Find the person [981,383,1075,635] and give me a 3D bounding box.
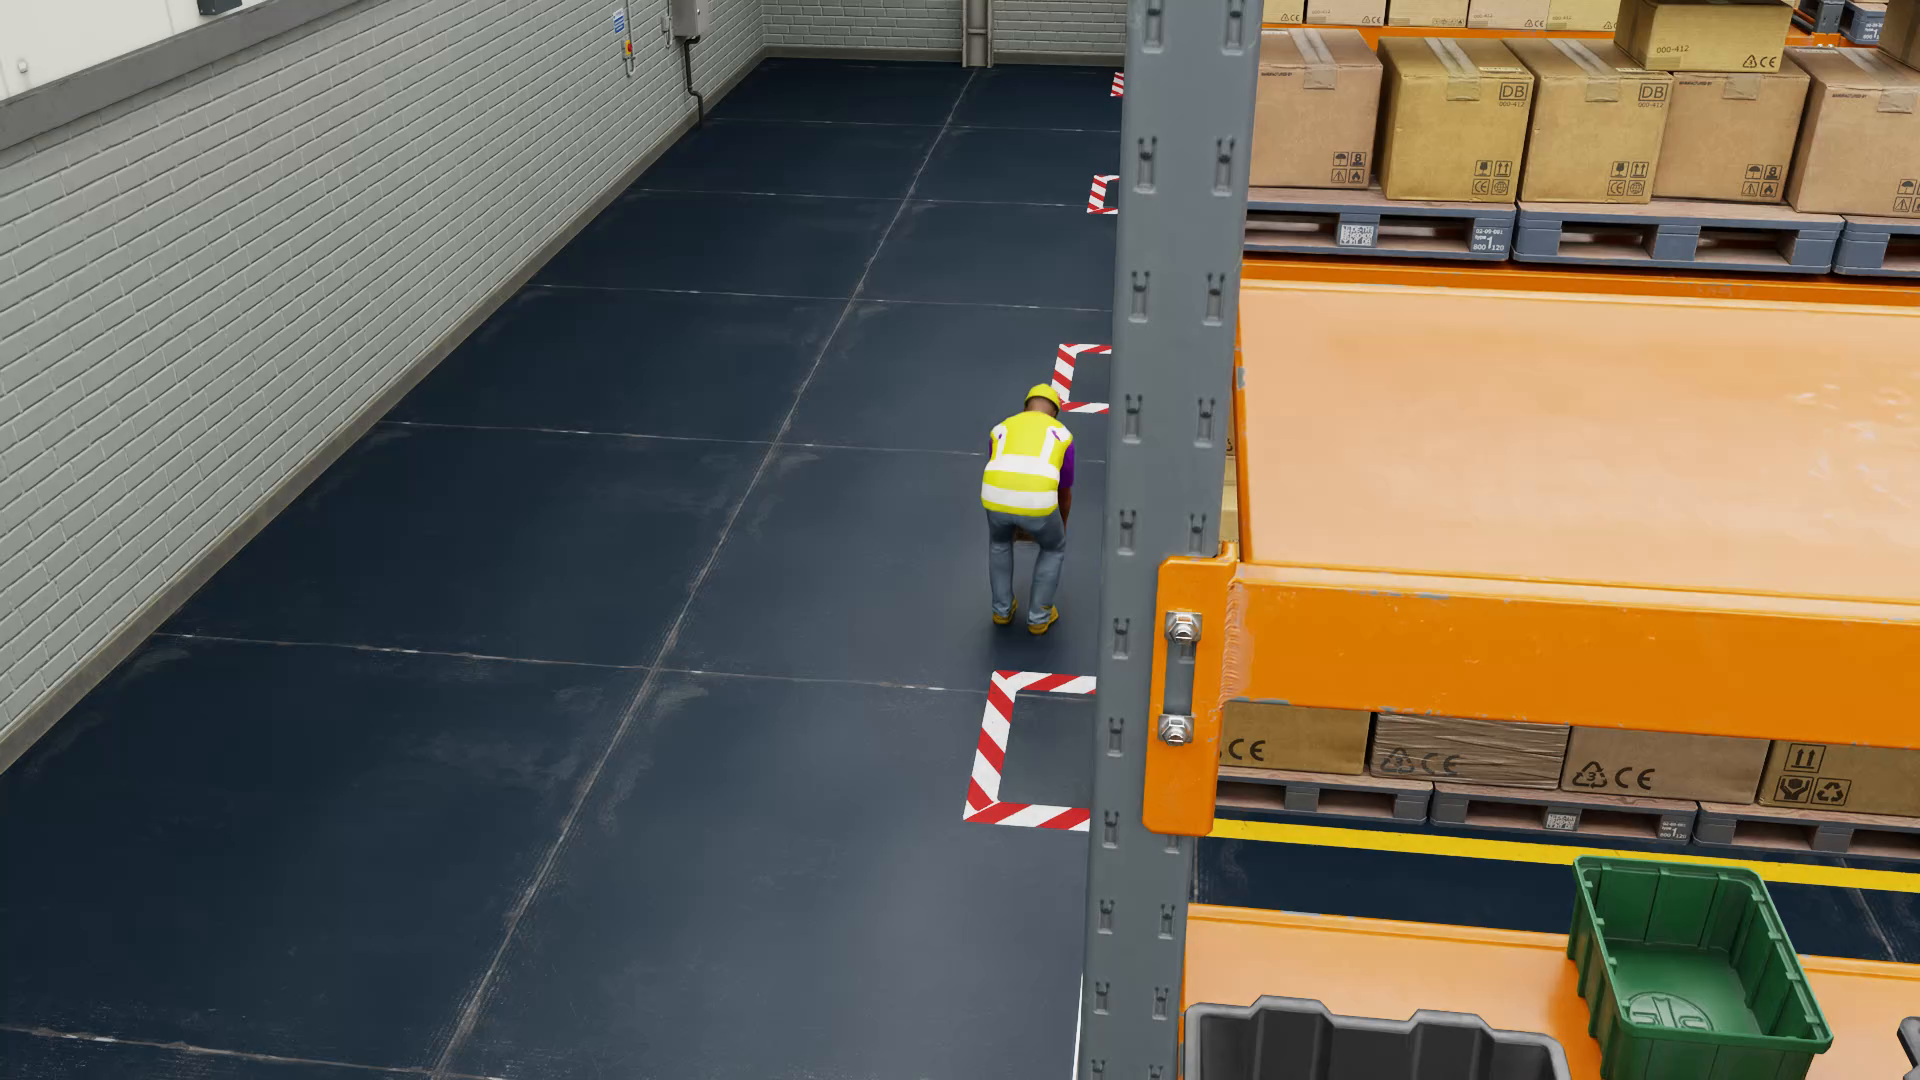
[{"bbox_3d":[0.393,-0.179,9.578,0.501,1.259,0.938,8,29,14],"label":"person"}]
